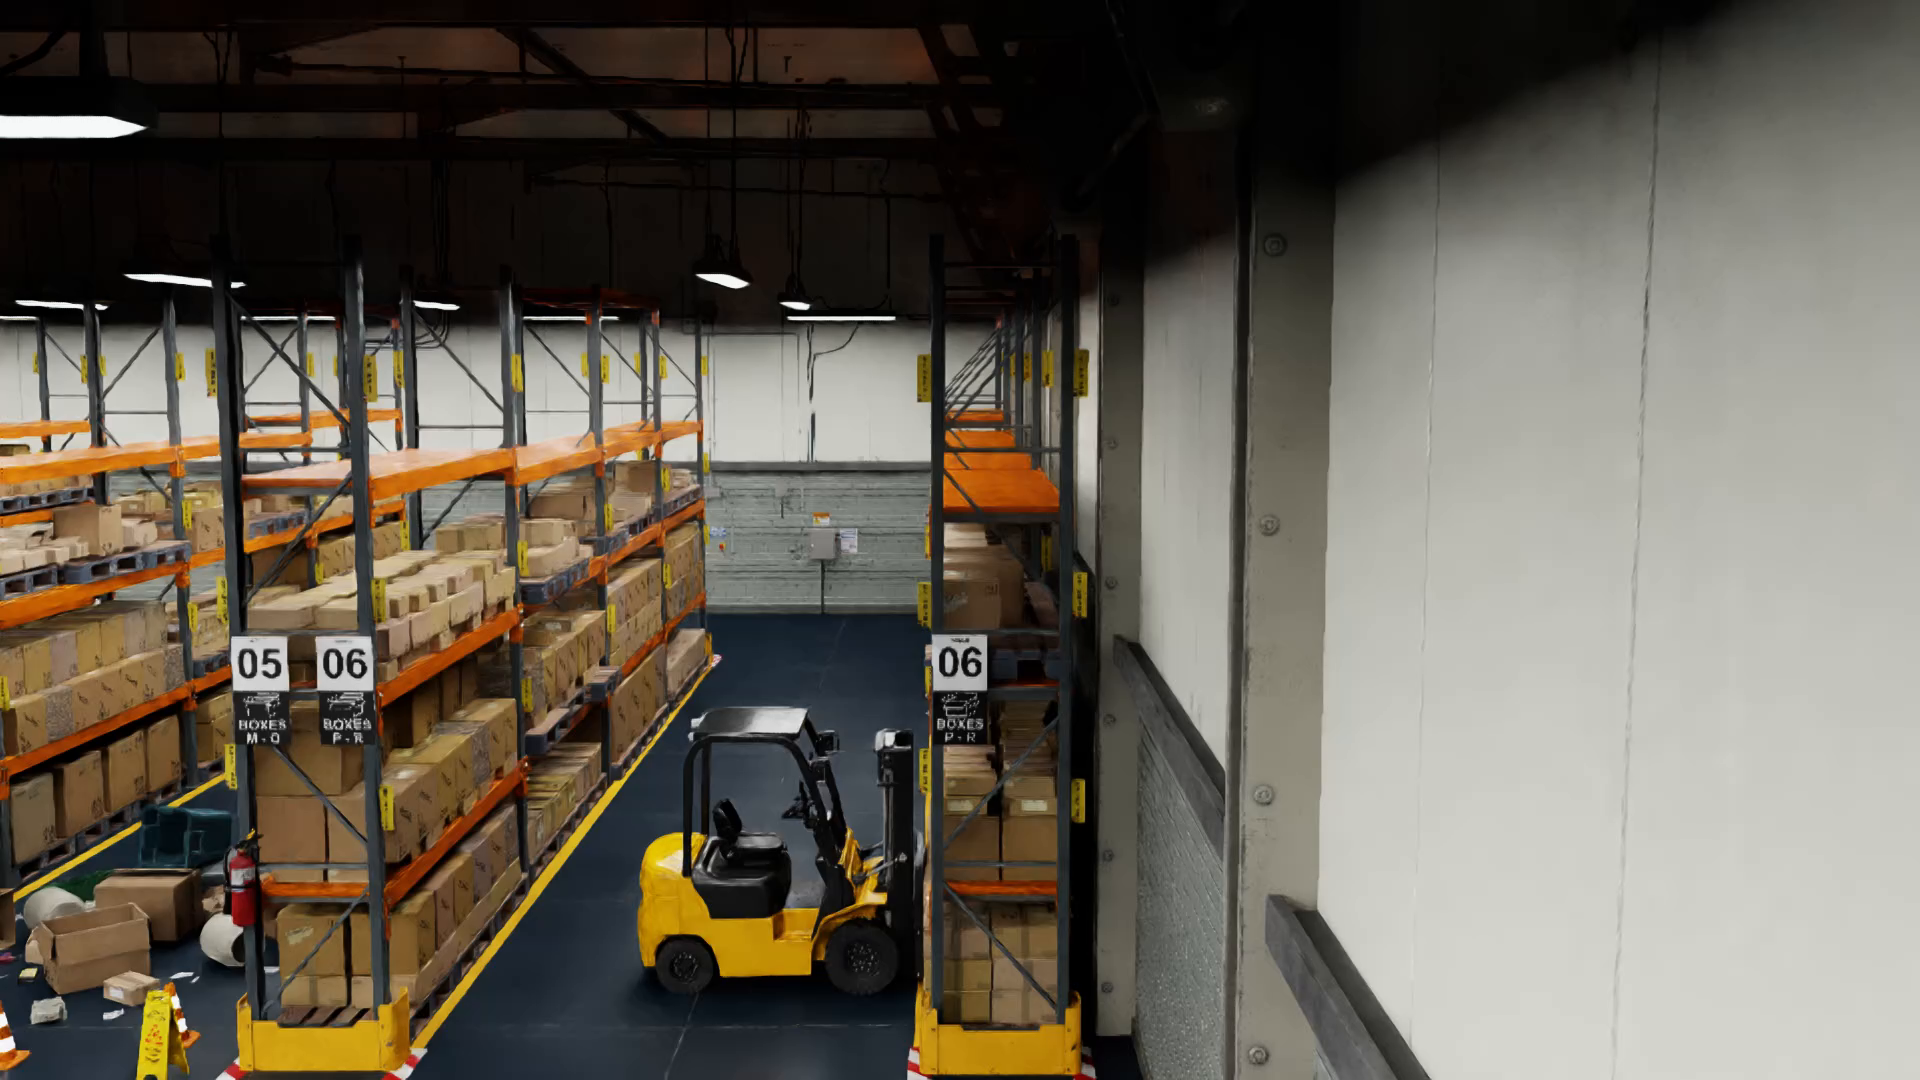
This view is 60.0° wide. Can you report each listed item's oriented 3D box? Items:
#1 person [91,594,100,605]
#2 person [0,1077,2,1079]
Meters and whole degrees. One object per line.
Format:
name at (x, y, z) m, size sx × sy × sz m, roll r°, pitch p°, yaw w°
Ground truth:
person at (-13.124, 1.498, 25.515) m, size 0.365 × 1.686 × 0.602 m, roll -1°, pitch 6°, yaw -8°
person at (-6.410, 3.163, 10.493) m, size 0.622 × 1.721 × 0.959 m, roll 3°, pitch 7°, yaw 23°
